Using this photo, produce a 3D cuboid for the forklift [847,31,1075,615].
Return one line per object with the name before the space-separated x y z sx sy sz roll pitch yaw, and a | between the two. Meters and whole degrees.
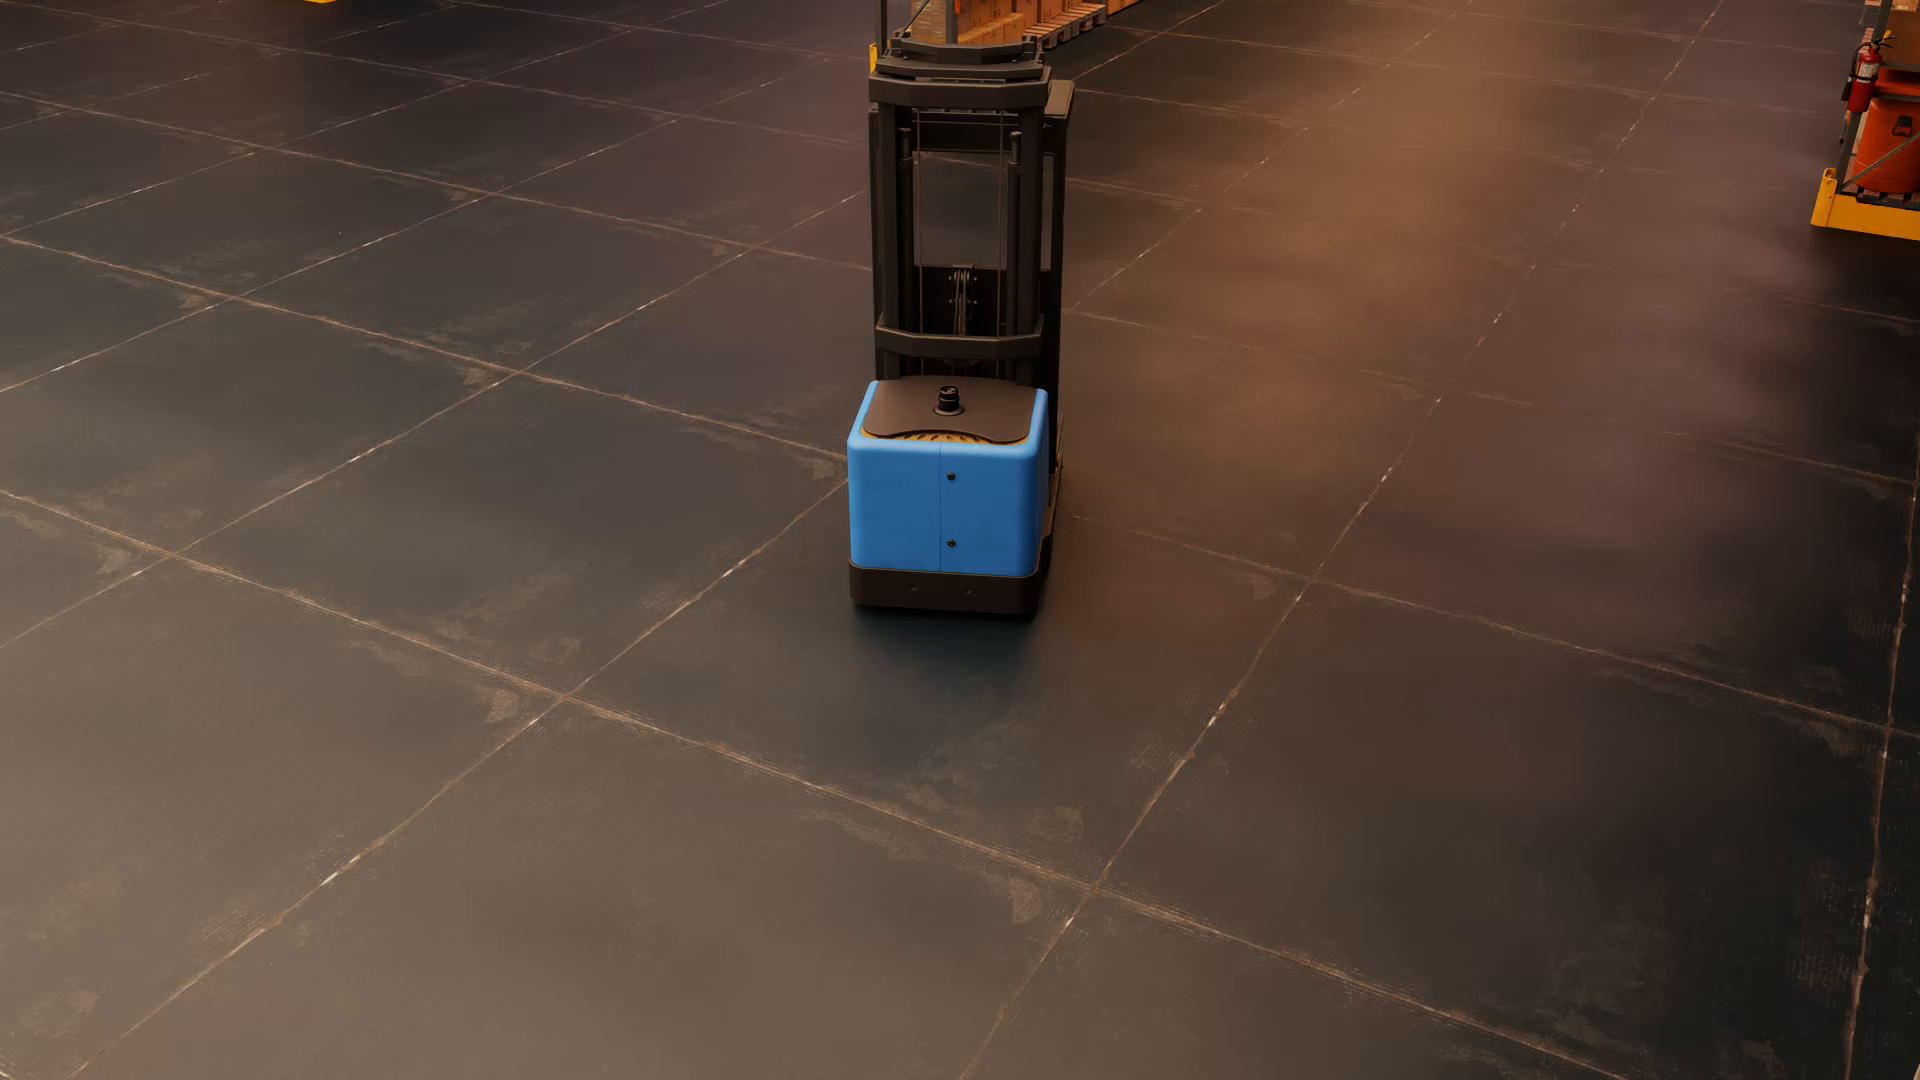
forklift | 0.072 -1.572 9.794 1.130 2.935 3.031 3 30 6
